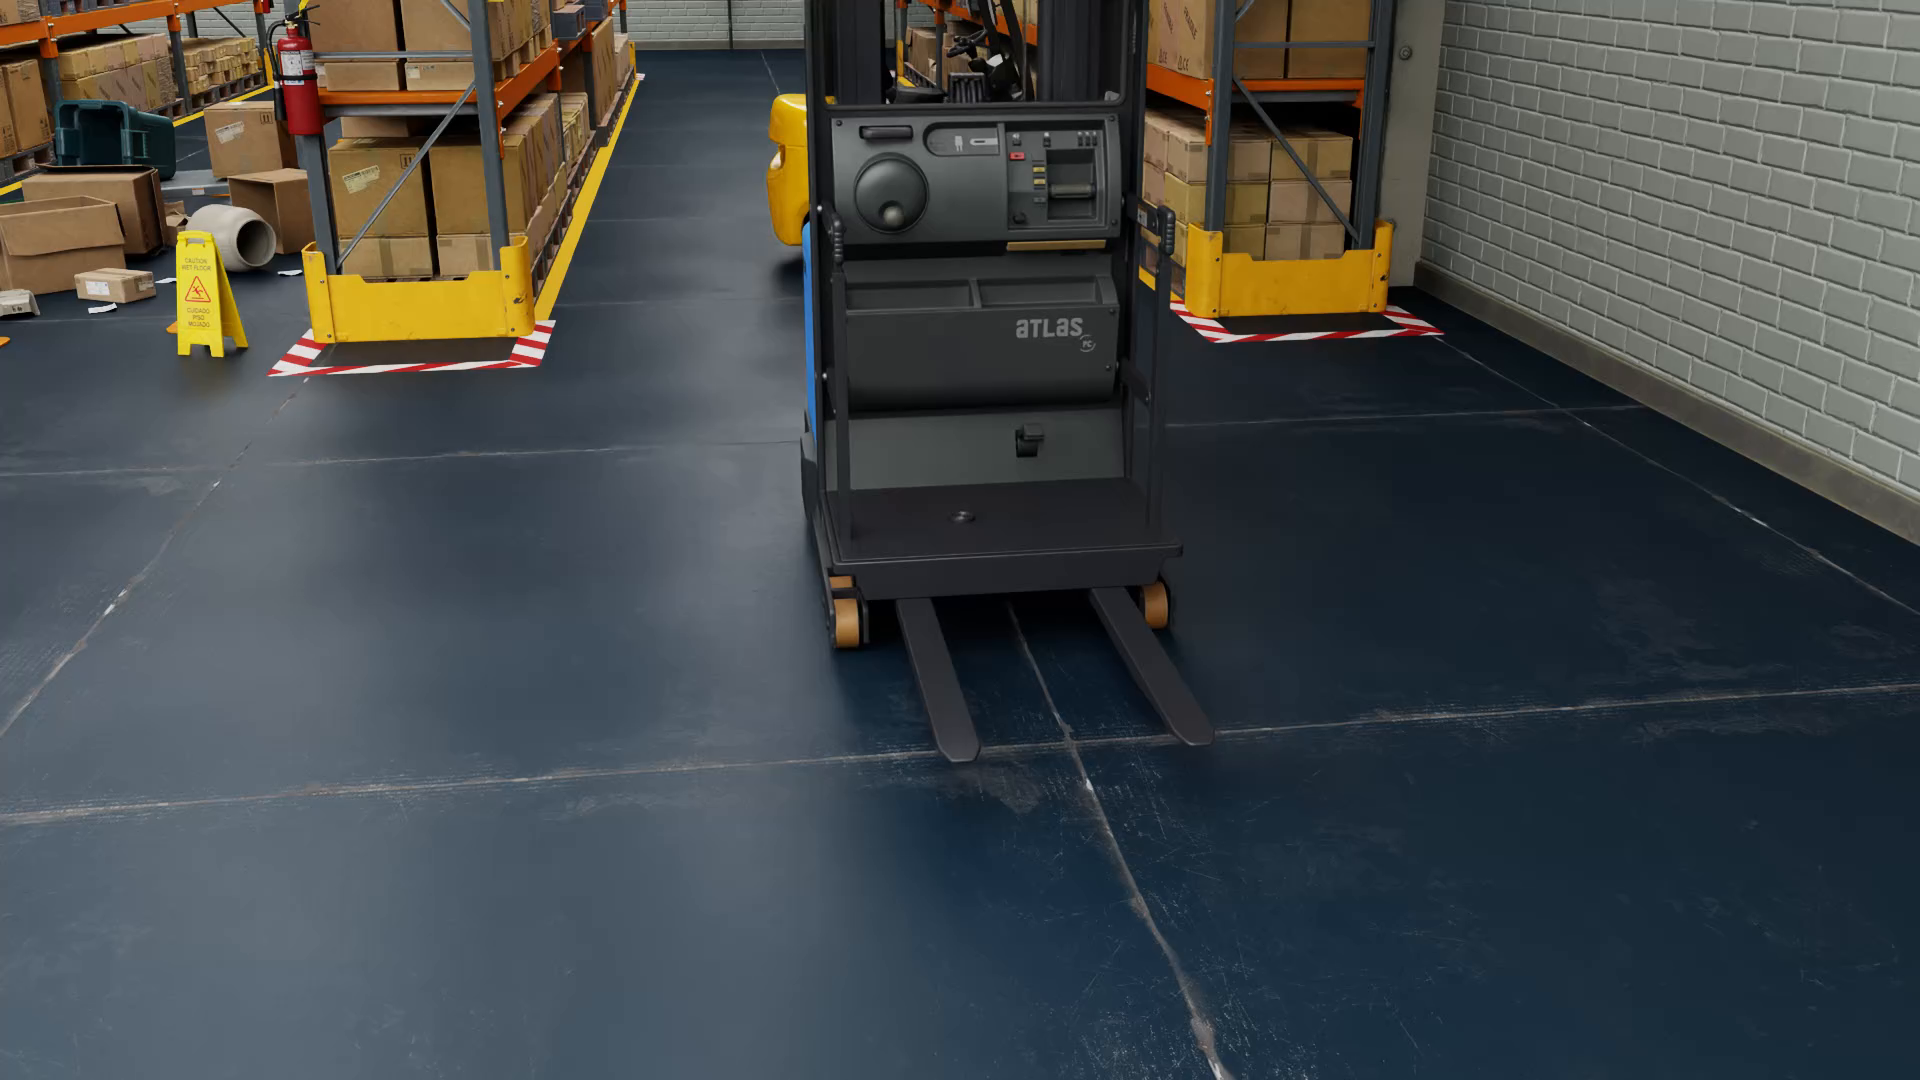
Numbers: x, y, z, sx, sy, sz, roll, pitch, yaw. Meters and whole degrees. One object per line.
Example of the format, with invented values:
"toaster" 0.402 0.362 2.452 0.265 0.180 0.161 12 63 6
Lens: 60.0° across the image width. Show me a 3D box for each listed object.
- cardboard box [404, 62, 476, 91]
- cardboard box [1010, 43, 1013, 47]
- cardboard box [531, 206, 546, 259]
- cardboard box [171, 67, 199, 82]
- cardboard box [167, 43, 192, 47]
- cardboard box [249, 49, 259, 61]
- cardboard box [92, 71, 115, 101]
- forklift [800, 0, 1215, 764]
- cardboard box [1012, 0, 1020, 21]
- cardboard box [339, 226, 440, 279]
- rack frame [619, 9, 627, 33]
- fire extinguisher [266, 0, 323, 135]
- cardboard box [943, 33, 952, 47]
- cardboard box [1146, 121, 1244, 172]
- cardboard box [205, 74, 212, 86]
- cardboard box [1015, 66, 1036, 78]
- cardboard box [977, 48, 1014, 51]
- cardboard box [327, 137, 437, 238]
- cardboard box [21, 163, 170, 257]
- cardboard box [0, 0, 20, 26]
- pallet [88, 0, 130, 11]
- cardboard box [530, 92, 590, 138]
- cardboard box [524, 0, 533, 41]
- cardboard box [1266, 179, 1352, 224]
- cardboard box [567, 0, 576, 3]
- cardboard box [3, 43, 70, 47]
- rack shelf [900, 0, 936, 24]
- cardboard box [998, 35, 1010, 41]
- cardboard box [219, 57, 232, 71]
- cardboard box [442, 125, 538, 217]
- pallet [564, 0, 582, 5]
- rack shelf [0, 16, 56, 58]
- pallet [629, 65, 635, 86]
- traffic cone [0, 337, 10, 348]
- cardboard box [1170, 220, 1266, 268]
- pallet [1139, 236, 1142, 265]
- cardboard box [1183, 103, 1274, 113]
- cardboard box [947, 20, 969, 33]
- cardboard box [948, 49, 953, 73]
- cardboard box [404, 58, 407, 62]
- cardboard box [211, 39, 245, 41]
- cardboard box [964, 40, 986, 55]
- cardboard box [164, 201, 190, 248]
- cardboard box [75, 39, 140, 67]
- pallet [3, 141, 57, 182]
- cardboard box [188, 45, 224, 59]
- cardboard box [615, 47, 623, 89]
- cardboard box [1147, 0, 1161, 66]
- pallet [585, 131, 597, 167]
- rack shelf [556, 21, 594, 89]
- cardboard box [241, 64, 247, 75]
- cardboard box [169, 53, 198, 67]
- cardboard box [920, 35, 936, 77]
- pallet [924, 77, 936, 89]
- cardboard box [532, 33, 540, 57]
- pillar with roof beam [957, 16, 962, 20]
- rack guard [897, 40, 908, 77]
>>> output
"cardboard box" -2.822 -2.551 9.119 0.380 0.149 0.250 -3 21 -8
"cardboard box" 0.774 -5.533 18.790 0.380 0.149 0.250 -3 21 -7
"cardboard box" -2.887 -1.920 10.399 0.500 0.250 0.500 -2 21 -6
"cardboard box" -9.328 -5.553 19.847 0.380 0.149 0.250 -2 21 -5
"cardboard box" -10.213 -6.376 21.625 0.380 0.149 0.250 -2 21 -6
"cardboard box" -9.810 -6.628 22.725 0.380 0.149 0.250 -3 21 -9
"cardboard box" -8.941 -4.484 16.906 0.500 0.500 0.500 -3 21 -7
"forklift" 0.090 -1.157 5.125 1.130 2.935 3.031 -3 21 -8
"cardboard box" 0.751 -4.974 15.461 0.500 0.250 0.500 -4 21 -10
"cardboard box" -3.365 -1.724 9.875 0.500 0.250 0.500 -3 21 -8
"rack frame" -5.285 -8.081 23.565 1.000 3.000 0.127 -3 21 -8
"fire extinguisher" -3.418 -2.442 8.578 0.296 0.674 0.183 -3 21 -8
"cardboard box" -0.008 -6.139 20.412 0.380 0.149 0.250 -2 21 -5
"cardboard box" 1.479 -2.490 10.496 0.500 0.250 0.500 -3 21 -7
"cardboard box" -9.611 -5.767 20.844 0.380 0.149 0.250 -4 21 -10
"cardboard box" 0.958 -4.204 15.979 0.875 0.625 0.625 -2 21 -6
"cardboard box" 0.394 -5.237 17.995 0.380 0.149 0.250 -4 21 -10
"cardboard box" -3.352 -2.065 9.716 0.500 0.500 0.500 -3 21 -7
"cardboard box" -5.880 -2.239 11.298 0.797 0.637 0.503 -3 21 -8
"cardboard box" -8.614 -4.758 14.525 0.500 0.500 0.500 -3 21 -8
"pallet" -9.341 -5.620 17.249 1.003 0.211 1.213 -3 21 -8
"cardboard box" -4.060 -4.080 16.010 0.950 0.372 0.625 -4 21 -11
"cardboard box" -3.006 -3.436 10.562 0.500 0.500 0.500 -3 21 -9
"cardboard box" 2.071 -2.109 10.190 0.500 0.250 0.500 -3 21 -7
"cardboard box" -3.482 -4.665 14.178 0.380 0.149 0.250 -2 21 -6
"cardboard box" -9.515 -4.978 17.158 0.500 0.250 0.500 -2 21 -6
"rack shelf" -0.085 -7.303 22.510 1.077 0.370 4.000 -3 21 -8
"cardboard box" 0.628 -5.990 20.011 0.380 0.149 0.250 -3 21 -7
"cardboard box" -9.560 -6.086 21.273 0.380 0.149 0.250 -3 21 -7
"cardboard box" -2.905 -2.283 10.300 0.500 0.500 0.500 -4 21 -10
"pallet" -3.806 -4.538 14.352 1.003 0.211 1.213 -3 21 -8
"rack shelf" -8.727 -3.997 13.658 1.077 0.370 4.000 -3 21 -8
"pallet" -5.092 -6.501 23.322 1.003 0.211 1.213 -3 21 -8
"traffic cone" -5.366 -1.263 8.936 0.336 0.463 0.334 -3 21 -8
"cardboard box" 1.553 -1.848 10.207 0.500 0.250 0.500 -3 21 -7
"pallet" 1.609 -2.171 11.726 1.003 0.211 1.213 -3 21 -8
"cardboard box" 1.847 -2.870 11.514 0.500 0.250 0.500 -3 21 -9
"cardboard box" 0.052 -6.282 20.368 0.380 0.149 0.250 -3 21 -9
"cardboard box" 0.137 -5.610 19.923 0.500 0.500 0.500 -3 21 -8
"cardboard box" -3.473 -2.802 9.789 0.380 0.149 0.250 -3 21 -7
"cardboard box" -9.862 -6.676 22.426 0.380 0.149 0.250 -3 21 -7
"cardboard box" 0.242 -5.690 19.210 0.380 0.149 0.250 -2 21 -6
"cardboard box" -5.561 -2.255 11.874 0.396 0.266 0.258 17 27 39
"cardboard box" -9.083 -5.182 17.704 0.500 0.250 0.500 -4 21 -10
"pallet" -8.976 -3.443 15.133 1.003 0.211 1.213 -3 21 -8
"cardboard box" -9.637 -6.223 21.215 0.380 0.149 0.250 -3 21 -7
"cardboard box" -4.692 -5.915 20.828 0.875 0.438 0.875 -3 21 -9
"cardboard box" 1.462 -3.354 10.767 0.500 0.500 0.500 -3 21 -9
"pallet" -4.020 -3.734 15.912 1.003 0.211 1.213 -3 21 -8
"rack shelf" -3.843 -4.281 14.420 1.077 0.370 4.000 -3 21 -8
"cardboard box" -9.796 -6.306 22.287 0.380 0.149 0.250 -3 21 -8
"cardboard box" -9.418 -5.779 20.026 0.380 0.149 0.250 -2 21 -5
"cardboard box" -0.145 -6.484 22.262 0.700 0.500 0.500 -4 21 -10
"pallet" 0.105 -5.879 21.655 1.003 0.211 1.213 -3 21 -8
"cardboard box" -3.057 -3.361 11.286 0.380 0.149 0.250 -3 21 -9
"pillar with roof beam" -4.130 -11.905 25.228 9.100 9.000 0.400 -3 21 -8
"rack guard" -0.362 -7.135 24.605 1.175 0.500 0.348 -3 21 -8
